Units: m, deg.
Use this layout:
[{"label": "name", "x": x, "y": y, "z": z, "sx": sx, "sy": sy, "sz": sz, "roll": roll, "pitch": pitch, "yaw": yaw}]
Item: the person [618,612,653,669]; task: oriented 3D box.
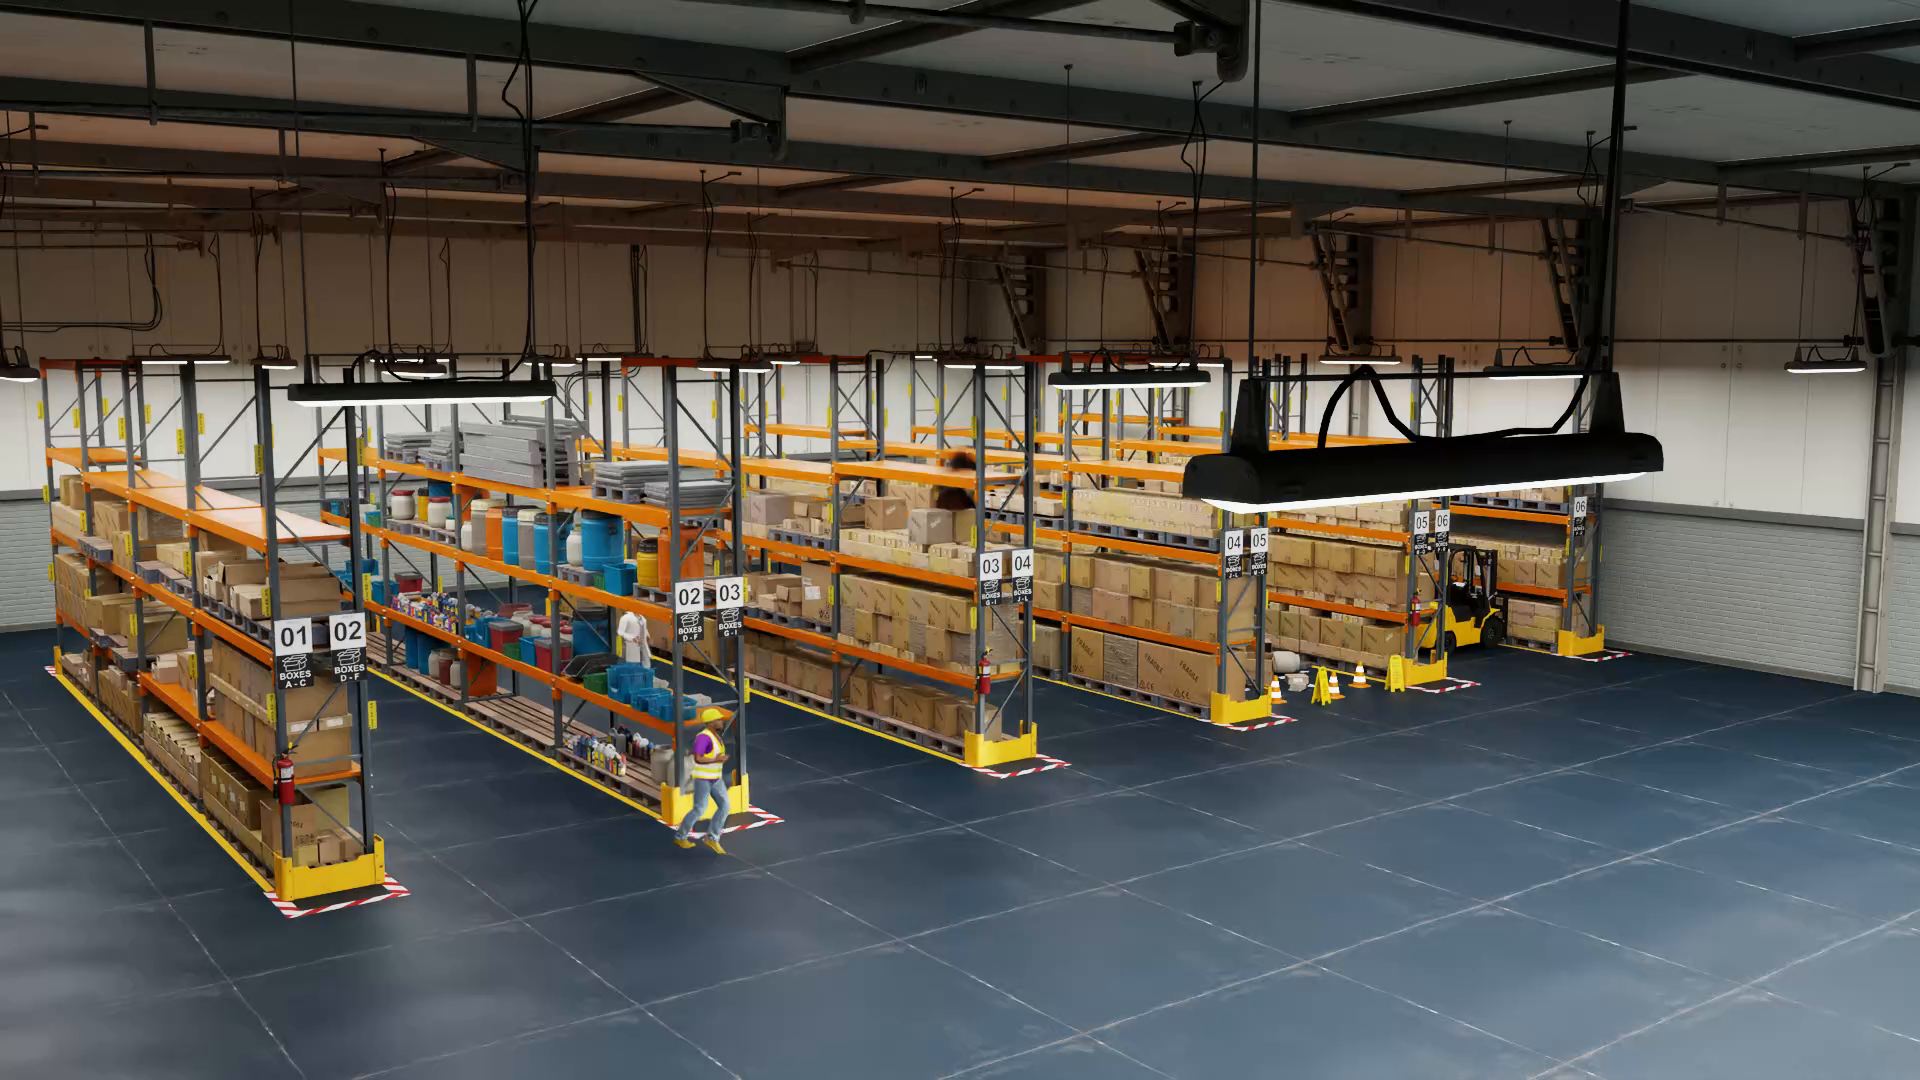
[{"label": "person", "x": -5.771, "y": 1.914, "z": 29.561, "sx": 0.962, "sy": 1.757, "sz": 0.720, "roll": 6, "pitch": 9, "yaw": 39}]

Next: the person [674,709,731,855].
[{"label": "person", "x": -3.136, "y": 2.993, "z": 20.738, "sx": 0.716, "sy": 1.783, "sz": 0.703, "roll": 3, "pitch": 7, "yaw": 20}]
